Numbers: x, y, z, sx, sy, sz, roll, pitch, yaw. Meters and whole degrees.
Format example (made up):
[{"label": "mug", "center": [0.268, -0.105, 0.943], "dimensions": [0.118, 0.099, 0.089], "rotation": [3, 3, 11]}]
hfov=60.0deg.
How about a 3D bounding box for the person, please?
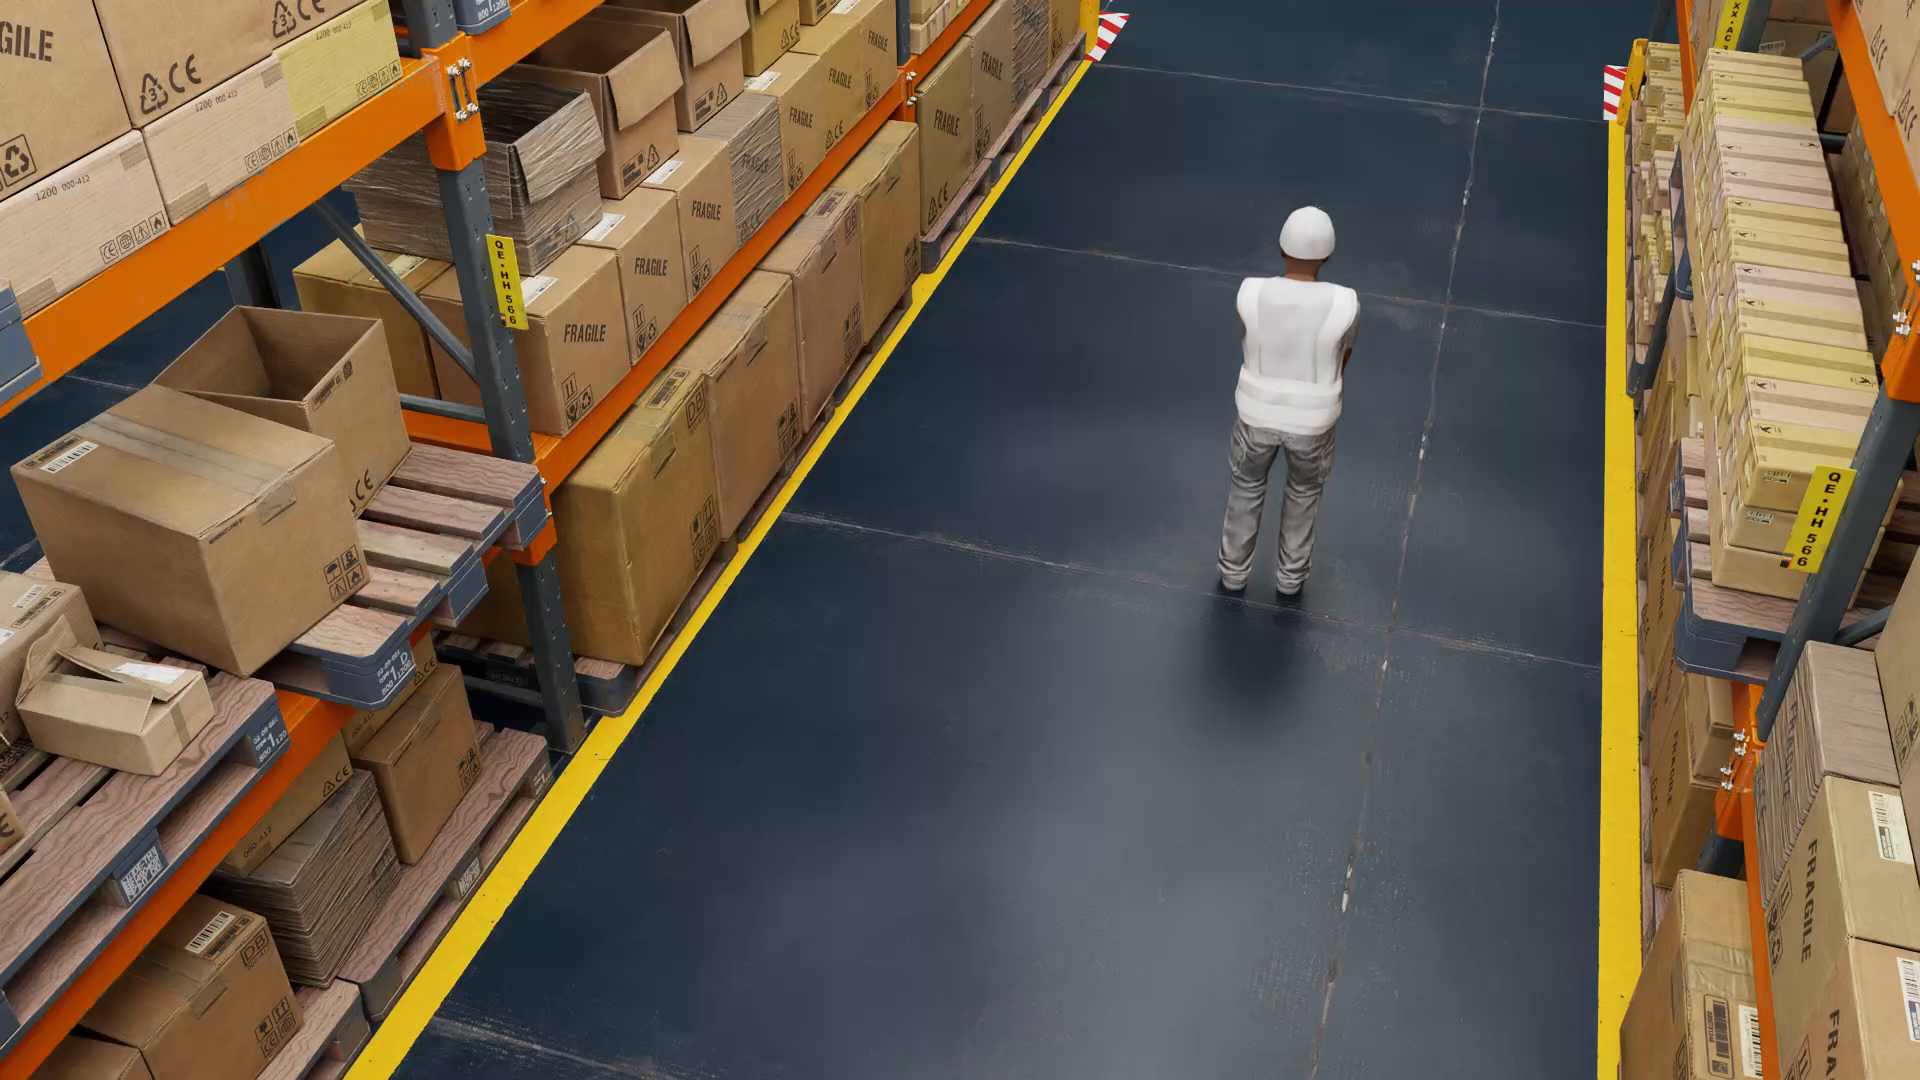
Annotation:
[{"label": "person", "center": [1.361, -0.586, 6.919], "dimensions": [0.491, 1.781, 0.582], "rotation": [10, 38, 13]}]
